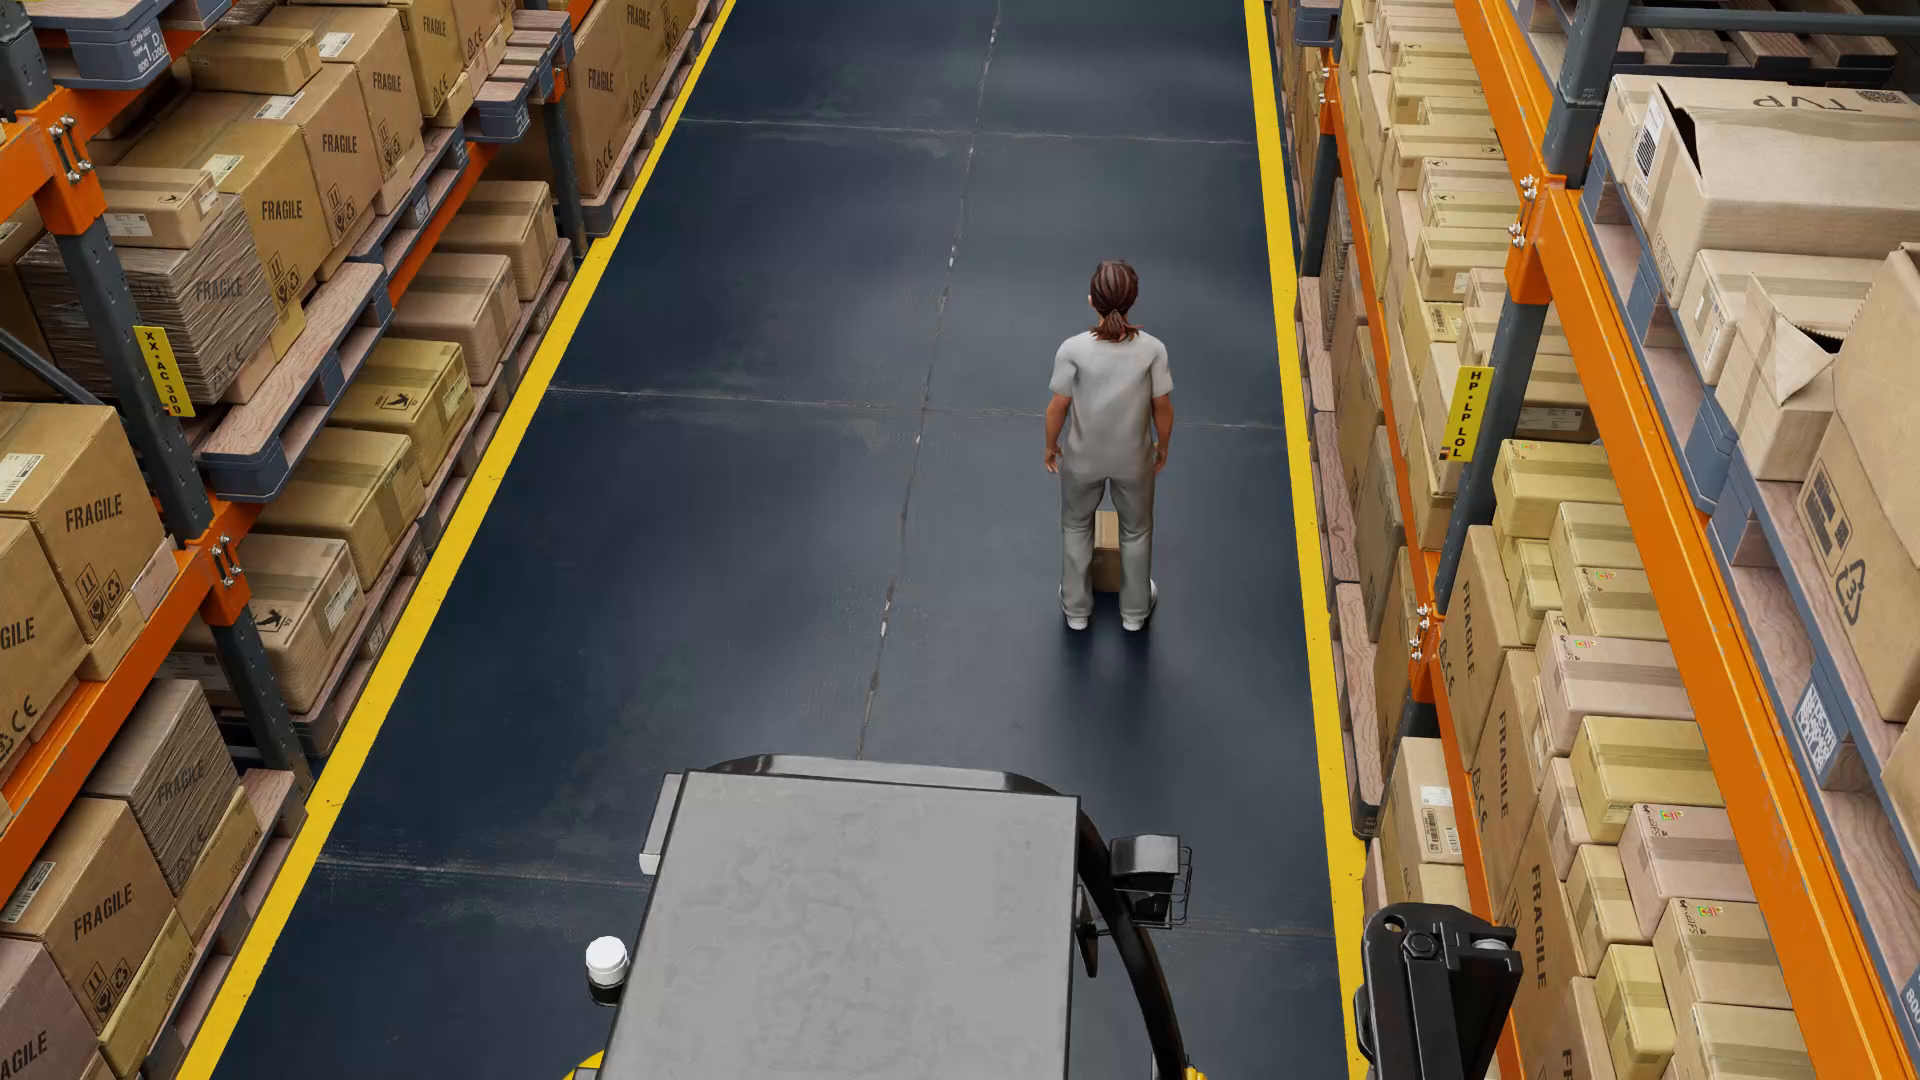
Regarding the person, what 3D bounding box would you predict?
[{"bbox_3d":[0.587,-0.335,6.554,0.511,1.673,0.350,2,40,2],"label":"person"}]
